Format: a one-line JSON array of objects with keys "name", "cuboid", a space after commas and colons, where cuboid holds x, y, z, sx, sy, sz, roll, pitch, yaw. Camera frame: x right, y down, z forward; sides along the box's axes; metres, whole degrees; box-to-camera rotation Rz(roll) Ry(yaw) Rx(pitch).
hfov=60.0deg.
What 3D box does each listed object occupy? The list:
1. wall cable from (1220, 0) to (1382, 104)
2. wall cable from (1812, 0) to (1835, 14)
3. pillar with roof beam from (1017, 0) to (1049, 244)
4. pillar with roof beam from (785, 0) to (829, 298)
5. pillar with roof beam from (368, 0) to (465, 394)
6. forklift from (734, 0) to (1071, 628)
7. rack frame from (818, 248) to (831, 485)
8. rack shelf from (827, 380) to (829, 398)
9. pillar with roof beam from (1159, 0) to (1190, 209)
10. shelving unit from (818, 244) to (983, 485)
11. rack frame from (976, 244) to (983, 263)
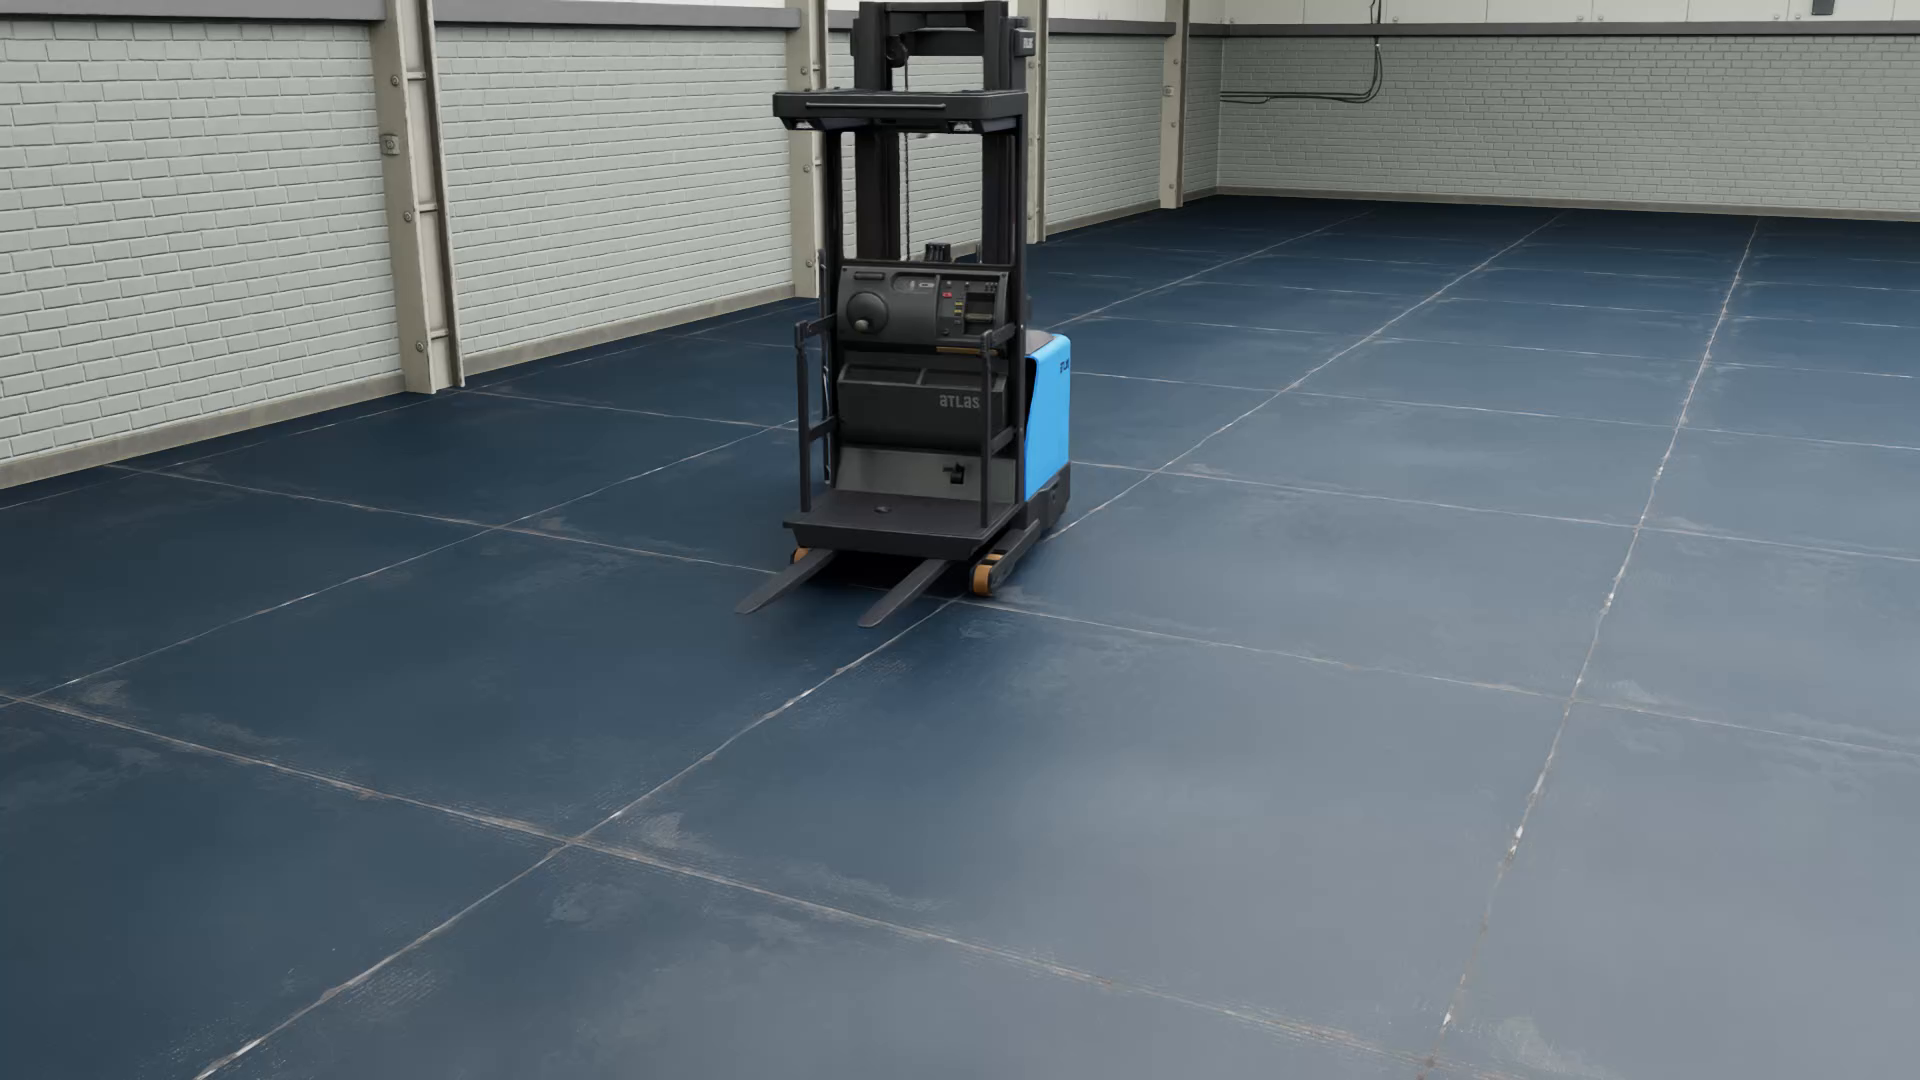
[{"name": "wall cable", "cuboid": [6.196, -9.249, 30.314, 3.097, 2.526, 0.112, 8, 18, 25]}, {"name": "wall cable", "cuboid": [14.682, -11.156, 25.308, 2.305, 6.003, 0.169, 8, 18, 25]}, {"name": "pillar with roof beam", "cuboid": [4.867, -8.080, 20.922, 9.100, 9.000, 0.400, 8, 18, 25]}, {"name": "pillar with roof beam", "cuboid": [2.186, -6.551, 15.777, 9.100, 9.000, 0.400, 8, 18, 25]}, {"name": "pillar with roof beam", "cuboid": [-0.495, -5.023, 10.631, 9.100, 9.000, 0.400, 8, 18, 25]}, {"name": "forklift", "cuboid": [-0.262, -1.242, 8.557, 1.130, 2.935, 3.031, 5, 17, 17]}, {"name": "rack frame", "cuboid": [-0.815, -1.035, 10.375, 0.032, 1.500, 0.500, -4, 17, -13]}, {"name": "rack shelf", "cuboid": [-0.320, -0.896, 10.538, 1.000, 0.185, 0.538, -4, 17, -13]}, {"name": "pillar with roof beam", "cuboid": [7.548, -9.608, 26.068, 9.100, 9.000, 0.400, 8, 18, 25]}, {"name": "shelving unit", "cuboid": [-0.320, -1.068, 10.487, 1.048, 1.500, 0.538, -4, 17, -13]}, {"name": "rack frame", "cuboid": [0.175, -1.101, 10.599, 0.032, 1.500, 0.500, -4, 17, -13]}]
